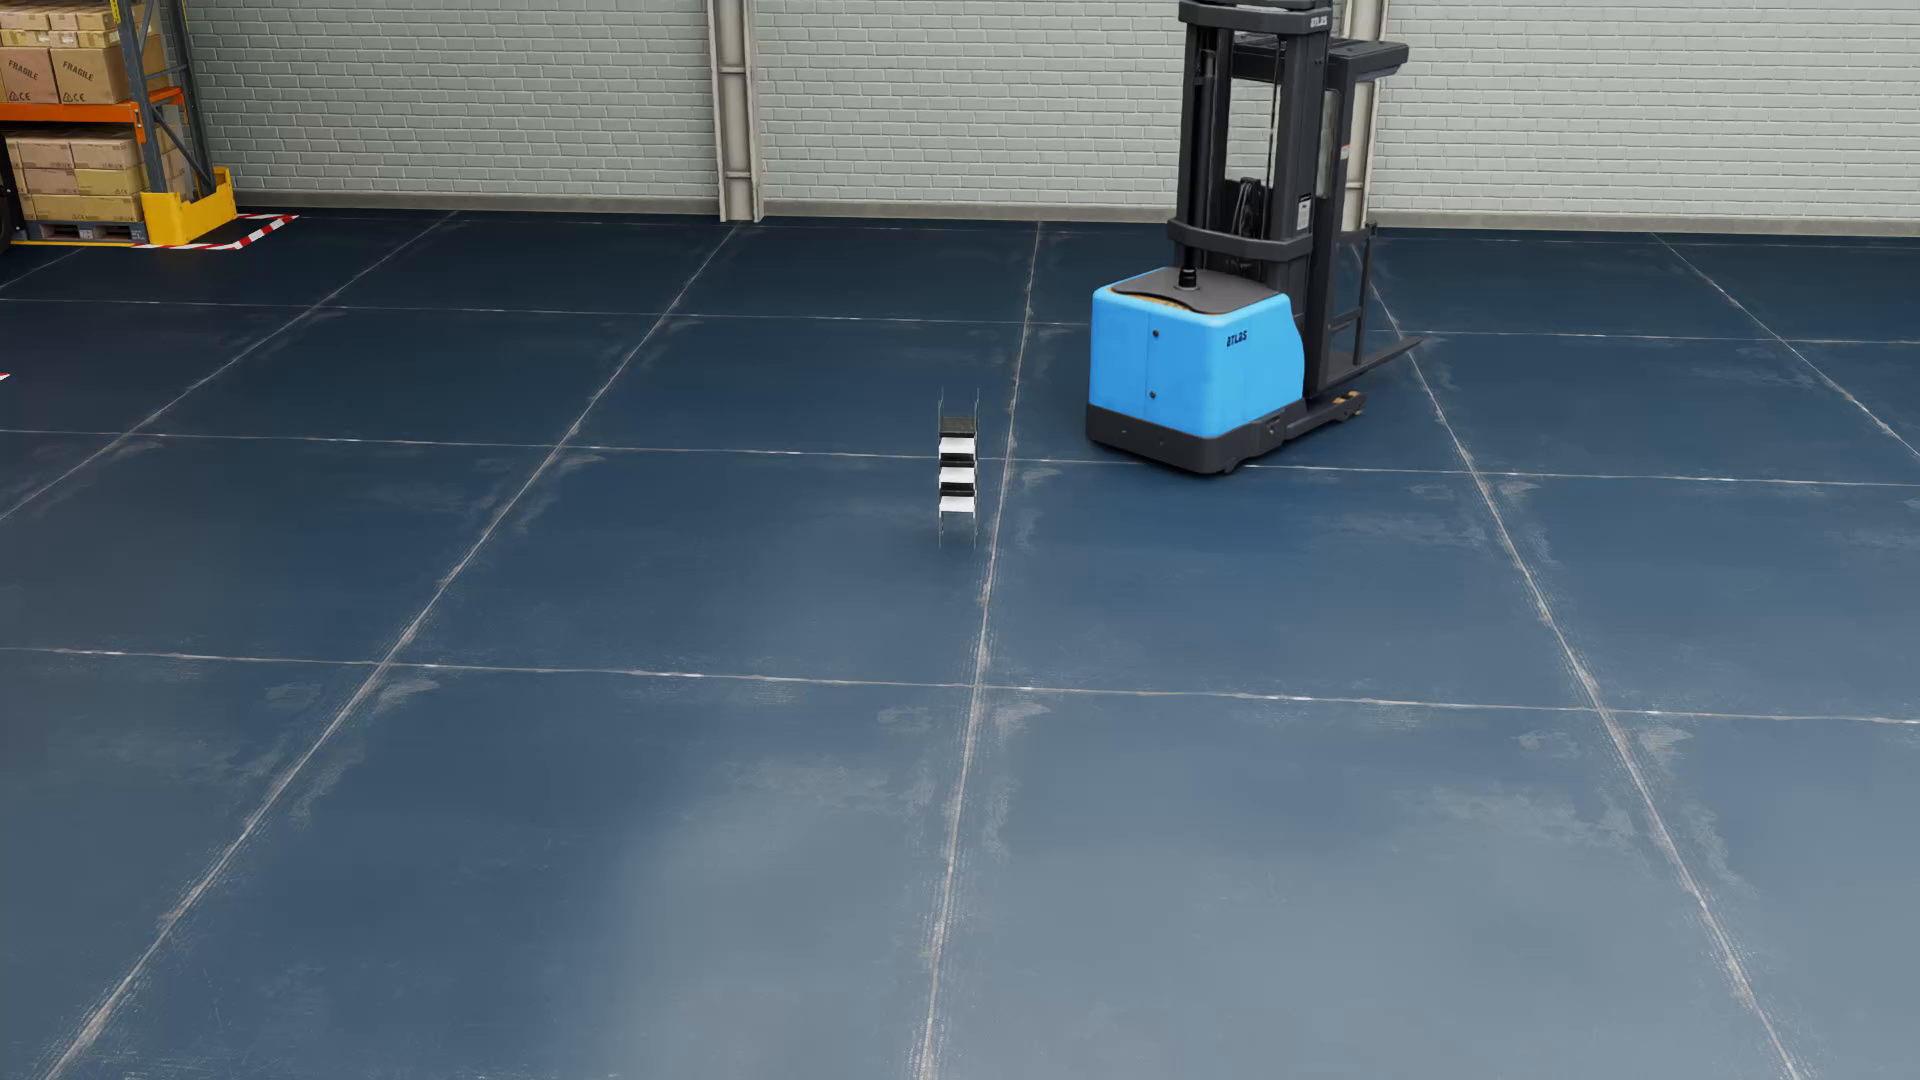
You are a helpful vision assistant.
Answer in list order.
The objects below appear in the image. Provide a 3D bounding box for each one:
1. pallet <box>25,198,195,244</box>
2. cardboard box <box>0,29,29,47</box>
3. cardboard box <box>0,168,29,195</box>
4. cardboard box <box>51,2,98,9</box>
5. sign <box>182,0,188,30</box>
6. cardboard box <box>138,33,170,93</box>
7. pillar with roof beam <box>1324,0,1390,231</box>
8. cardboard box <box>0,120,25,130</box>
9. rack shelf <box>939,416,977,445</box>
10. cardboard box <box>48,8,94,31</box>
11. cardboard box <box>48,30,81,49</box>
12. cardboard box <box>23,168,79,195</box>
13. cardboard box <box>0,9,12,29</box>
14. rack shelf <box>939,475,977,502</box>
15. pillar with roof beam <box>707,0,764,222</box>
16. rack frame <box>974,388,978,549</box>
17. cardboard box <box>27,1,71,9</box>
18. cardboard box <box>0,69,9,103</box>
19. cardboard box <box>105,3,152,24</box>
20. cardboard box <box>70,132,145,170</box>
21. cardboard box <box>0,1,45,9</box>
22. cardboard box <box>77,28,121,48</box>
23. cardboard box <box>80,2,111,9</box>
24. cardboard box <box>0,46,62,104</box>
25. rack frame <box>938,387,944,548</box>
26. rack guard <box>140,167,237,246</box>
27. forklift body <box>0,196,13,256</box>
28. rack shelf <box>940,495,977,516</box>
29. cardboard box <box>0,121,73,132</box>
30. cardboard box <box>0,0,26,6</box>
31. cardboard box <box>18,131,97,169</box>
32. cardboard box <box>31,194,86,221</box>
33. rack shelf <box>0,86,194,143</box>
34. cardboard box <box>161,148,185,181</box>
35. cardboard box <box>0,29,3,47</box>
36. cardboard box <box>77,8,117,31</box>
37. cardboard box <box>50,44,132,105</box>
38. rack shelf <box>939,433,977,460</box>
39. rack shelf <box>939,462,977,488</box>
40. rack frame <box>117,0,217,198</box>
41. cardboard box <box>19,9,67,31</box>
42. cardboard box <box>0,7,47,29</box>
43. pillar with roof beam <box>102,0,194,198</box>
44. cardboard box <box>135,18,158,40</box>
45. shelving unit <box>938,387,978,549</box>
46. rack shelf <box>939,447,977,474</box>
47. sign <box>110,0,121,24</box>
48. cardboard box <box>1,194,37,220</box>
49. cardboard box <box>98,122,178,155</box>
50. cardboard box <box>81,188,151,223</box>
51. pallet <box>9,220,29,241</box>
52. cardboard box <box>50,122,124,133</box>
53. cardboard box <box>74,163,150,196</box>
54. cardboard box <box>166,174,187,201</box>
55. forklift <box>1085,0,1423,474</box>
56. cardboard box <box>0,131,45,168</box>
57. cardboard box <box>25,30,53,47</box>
[{"bbox_3d":[-8.324,-3.155,16.354,1.213,0.211,1.003,2,25,4],"label":"pallet"},{"bbox_3d":[-8.683,-4.691,15.461,0.250,0.149,0.380,2,25,4],"label":"cardboard box"},{"bbox_3d":[-9.083,-3.497,15.950,0.500,0.250,0.500,1,25,3],"label":"cardboard box"},{"bbox_3d":[-8.400,-5.015,15.808,0.250,0.149,0.380,2,25,5],"label":"cardboard box"},{"bbox_3d":[-7.510,-5.075,16.060,0.005,0.325,0.100,2,25,4],"label":"sign"},{"bbox_3d":[-8.031,-4.592,16.021,0.500,0.500,0.500,3,25,6],"label":"cardboard box"},{"bbox_3d":[3.451,-5.360,10.632,0.400,9.000,9.100,2,25,4],"label":"pillar with roof beam"},{"bbox_3d":[-9.530,-3.959,16.356,0.500,0.250,0.500,1,25,3],"label":"cardboard box"},{"bbox_3d":[-0.008,-0.624,9.464,0.200,0.077,0.258,2,25,4],"label":"rack shelf"},{"bbox_3d":[-8.180,-4.808,15.360,0.250,0.149,0.380,2,25,4],"label":"cardboard box"},{"bbox_3d":[-8.183,-4.645,15.360,0.250,0.149,0.380,2,25,5],"label":"cardboard box"},{"bbox_3d":[-8.567,-3.489,15.933,0.500,0.250,0.500,2,25,3],"label":"cardboard box"},{"bbox_3d":[-8.954,-4.807,15.356,0.250,0.149,0.380,2,25,5],"label":"cardboard box"},{"bbox_3d":[-0.008,-0.297,9.614,0.200,0.077,0.258,2,25,4],"label":"rack shelf"},{"bbox_3d":[-2.531,-5.552,11.050,0.400,9.000,9.100,2,25,4],"label":"pillar with roof beam"},{"bbox_3d":[0.093,-0.406,9.555,0.006,0.900,0.240,2,25,4],"label":"rack frame"},{"bbox_3d":[-8.645,-5.029,15.839,0.250,0.149,0.380,2,25,4],"label":"cardboard box"},{"bbox_3d":[-9.097,-4.403,15.611,0.500,0.500,0.500,1,25,3],"label":"cardboard box"},{"bbox_3d":[-7.877,-4.990,15.754,0.250,0.149,0.380,1,25,3],"label":"cardboard box"},{"bbox_3d":[-8.042,-3.695,15.783,0.500,0.250,0.500,3,25,6],"label":"cardboard box"},{"bbox_3d":[-8.910,-5.027,15.834,0.250,0.149,0.380,3,25,6],"label":"cardboard box"},{"bbox_3d":[-7.926,-4.649,15.369,0.250,0.149,0.380,2,25,5],"label":"cardboard box"},{"bbox_3d":[-8.137,-5.024,15.829,0.250,0.149,0.380,3,25,6],"label":"cardboard box"},{"bbox_3d":[-8.586,-4.387,15.576,0.500,0.500,0.500,3,25,6],"label":"cardboard box"},{"bbox_3d":[-0.109,-0.412,9.570,0.006,0.900,0.240,2,25,4],"label":"rack frame"},{"bbox_3d":[-7.535,-3.278,16.276,0.348,0.500,1.175,2,25,4],"label":"rack guard"},{"bbox_3d":[-9.589,-3.329,14.412,1.214,2.155,2.313,2,25,4],"label":"forklift body"},{"bbox_3d":[-0.008,-0.215,9.652,0.200,0.077,0.258,2,25,4],"label":"rack shelf"},{"bbox_3d":[-9.020,-3.940,16.314,0.500,0.250,0.500,2,25,4],"label":"cardboard box"},{"bbox_3d":[-9.164,-5.076,15.942,0.250,0.149,0.380,1,25,3],"label":"cardboard box"},{"bbox_3d":[-8.551,-3.709,15.813,0.500,0.250,0.500,2,25,5],"label":"cardboard box"},{"bbox_3d":[-8.546,-3.259,16.032,0.500,0.250,0.500,2,25,4],"label":"cardboard box"},{"bbox_3d":[-9.553,-4.152,16.045,4.000,0.370,1.077,2,25,4],"label":"rack shelf"},{"bbox_3d":[-8.011,-3.685,16.359,0.500,0.250,0.500,2,25,5],"label":"cardboard box"},{"bbox_3d":[-8.953,-4.680,15.437,0.250,0.149,0.380,1,25,2],"label":"cardboard box"},{"bbox_3d":[-7.932,-4.813,15.371,0.250,0.149,0.380,2,25,4],"label":"cardboard box"},{"bbox_3d":[-8.069,-4.366,15.531,0.500,0.500,0.500,1,25,3],"label":"cardboard box"},{"bbox_3d":[-0.008,-0.542,9.501,0.200,0.077,0.258,2,25,4],"label":"rack shelf"},{"bbox_3d":[-0.008,-0.379,9.576,0.200,0.077,0.258,2,25,4],"label":"rack shelf"},{"bbox_3d":[-7.559,-4.415,15.756,0.127,3.000,1.000,2,25,4],"label":"rack frame"},{"bbox_3d":[-8.443,-4.805,15.354,0.250,0.149,0.380,2,25,5],"label":"cardboard box"},{"bbox_3d":[-8.686,-4.844,15.438,0.250,0.149,0.380,2,25,4],"label":"cardboard box"},{"bbox_3d":[-8.513,-5.744,11.467,0.400,9.000,9.100,2,25,4],"label":"pillar with roof beam"},{"bbox_3d":[-7.877,-4.874,15.858,0.250,0.149,0.380,1,25,3],"label":"cardboard box"},{"bbox_3d":[-0.008,-0.409,9.562,0.210,0.900,0.258,2,25,4],"label":"shelving unit"},{"bbox_3d":[-0.008,-0.461,9.539,0.200,0.077,0.258,2,25,4],"label":"rack shelf"},{"bbox_3d":[-7.614,-4.822,14.974,0.005,0.325,0.100,2,25,4],"label":"sign"},{"bbox_3d":[-9.044,-3.279,16.075,0.500,0.250,0.500,2,25,5],"label":"cardboard box"},{"bbox_3d":[-8.023,-3.905,16.238,0.500,0.250,0.500,1,25,3],"label":"cardboard box"},{"bbox_3d":[-8.051,-3.240,15.989,0.500,0.250,0.500,2,25,4],"label":"cardboard box"},{"bbox_3d":[-9.537,-3.195,16.441,1.213,0.211,1.003,2,25,4],"label":"pallet"},{"bbox_3d":[-8.522,-3.919,16.270,0.500,0.250,0.500,2,25,4],"label":"cardboard box"},{"bbox_3d":[-8.068,-3.469,15.889,0.500,0.250,0.500,2,25,3],"label":"cardboard box"},{"bbox_3d":[-8.033,-3.453,16.454,0.500,0.250,0.500,2,25,4],"label":"cardboard box"},{"bbox_3d":[2.210,-2.278,11.194,1.130,2.935,3.031,21,32,38],"label":"forklift"},{"bbox_3d":[-9.055,-3.721,15.839,0.500,0.250,0.500,2,25,5],"label":"cardboard box"},{"bbox_3d":[-8.437,-4.679,15.434,0.250,0.149,0.380,2,25,5],"label":"cardboard box"}]
